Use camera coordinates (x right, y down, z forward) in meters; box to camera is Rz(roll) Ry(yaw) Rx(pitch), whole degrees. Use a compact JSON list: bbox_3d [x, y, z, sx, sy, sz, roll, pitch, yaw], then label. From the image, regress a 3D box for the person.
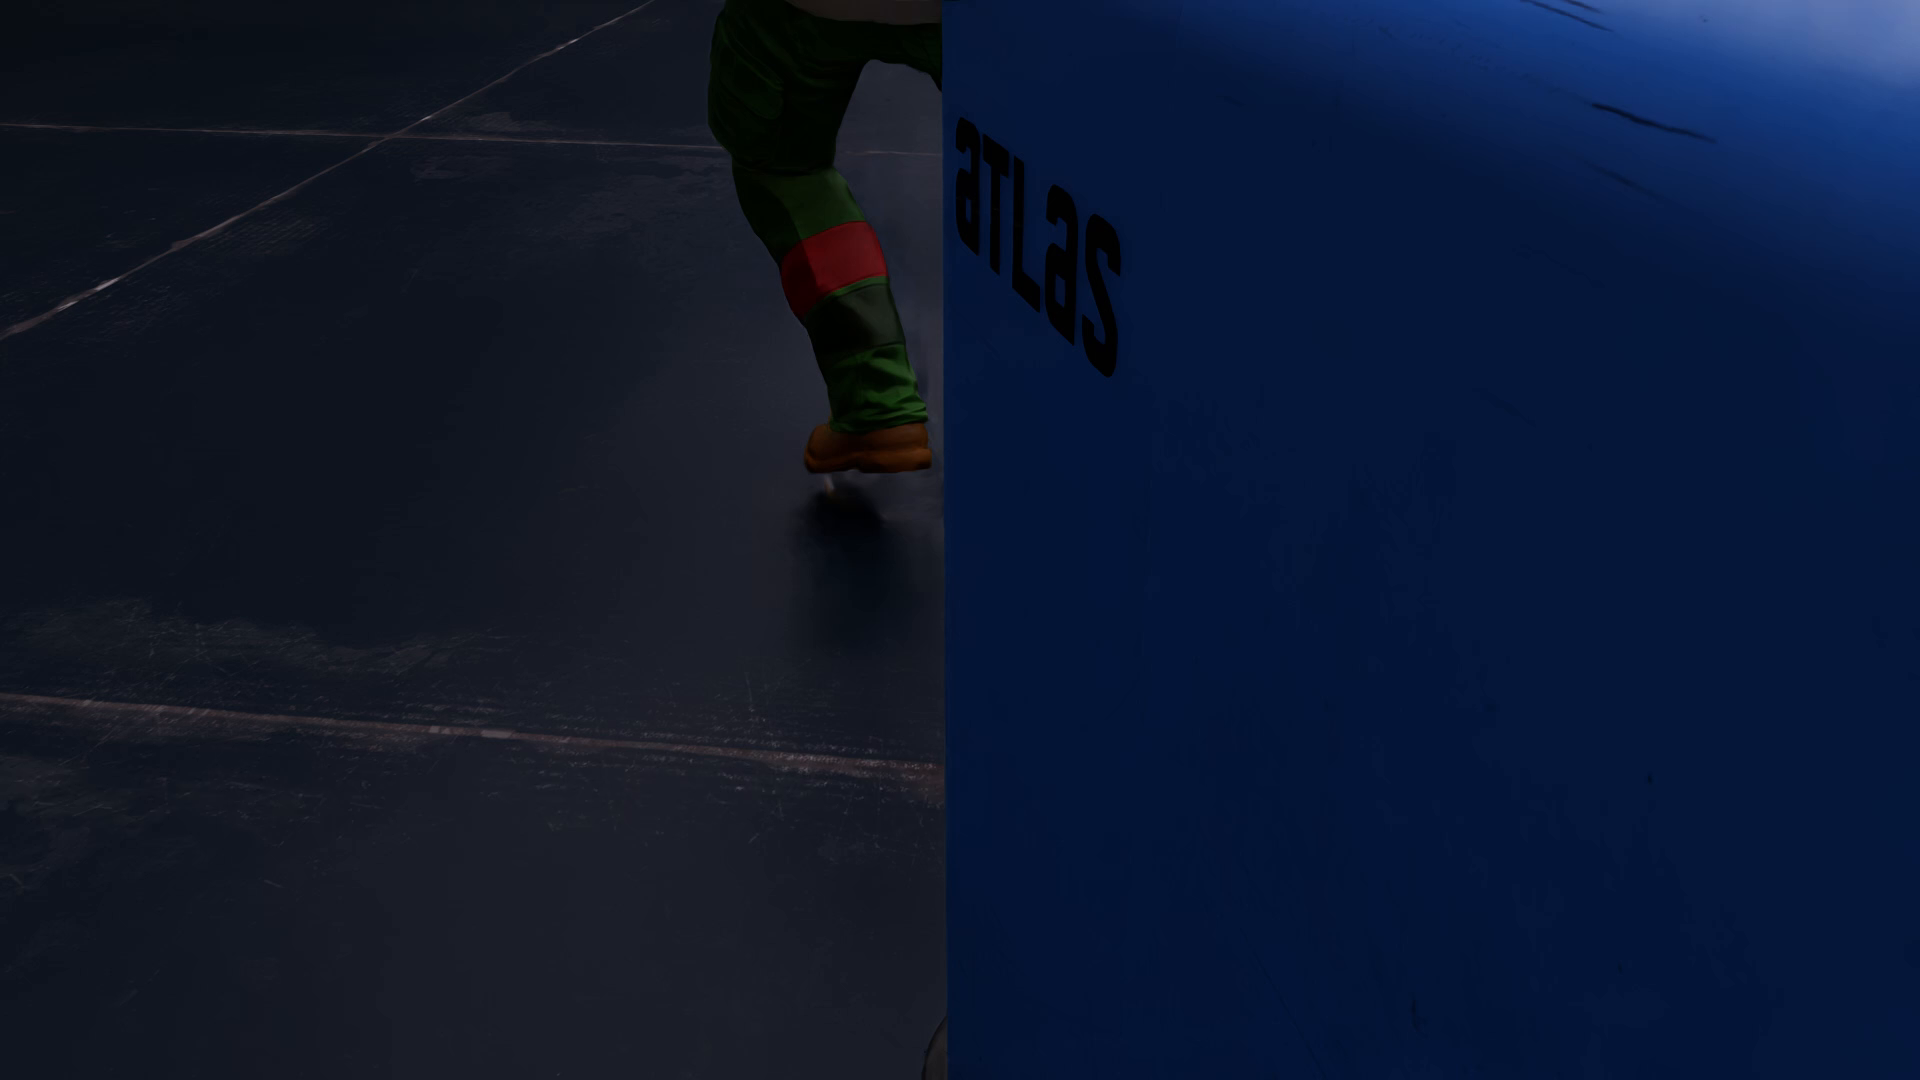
[{"bbox_3d":[-0.022,-0.835,2.278,0.816,1.700,0.543,-4,27,-8],"label":"person"}]
